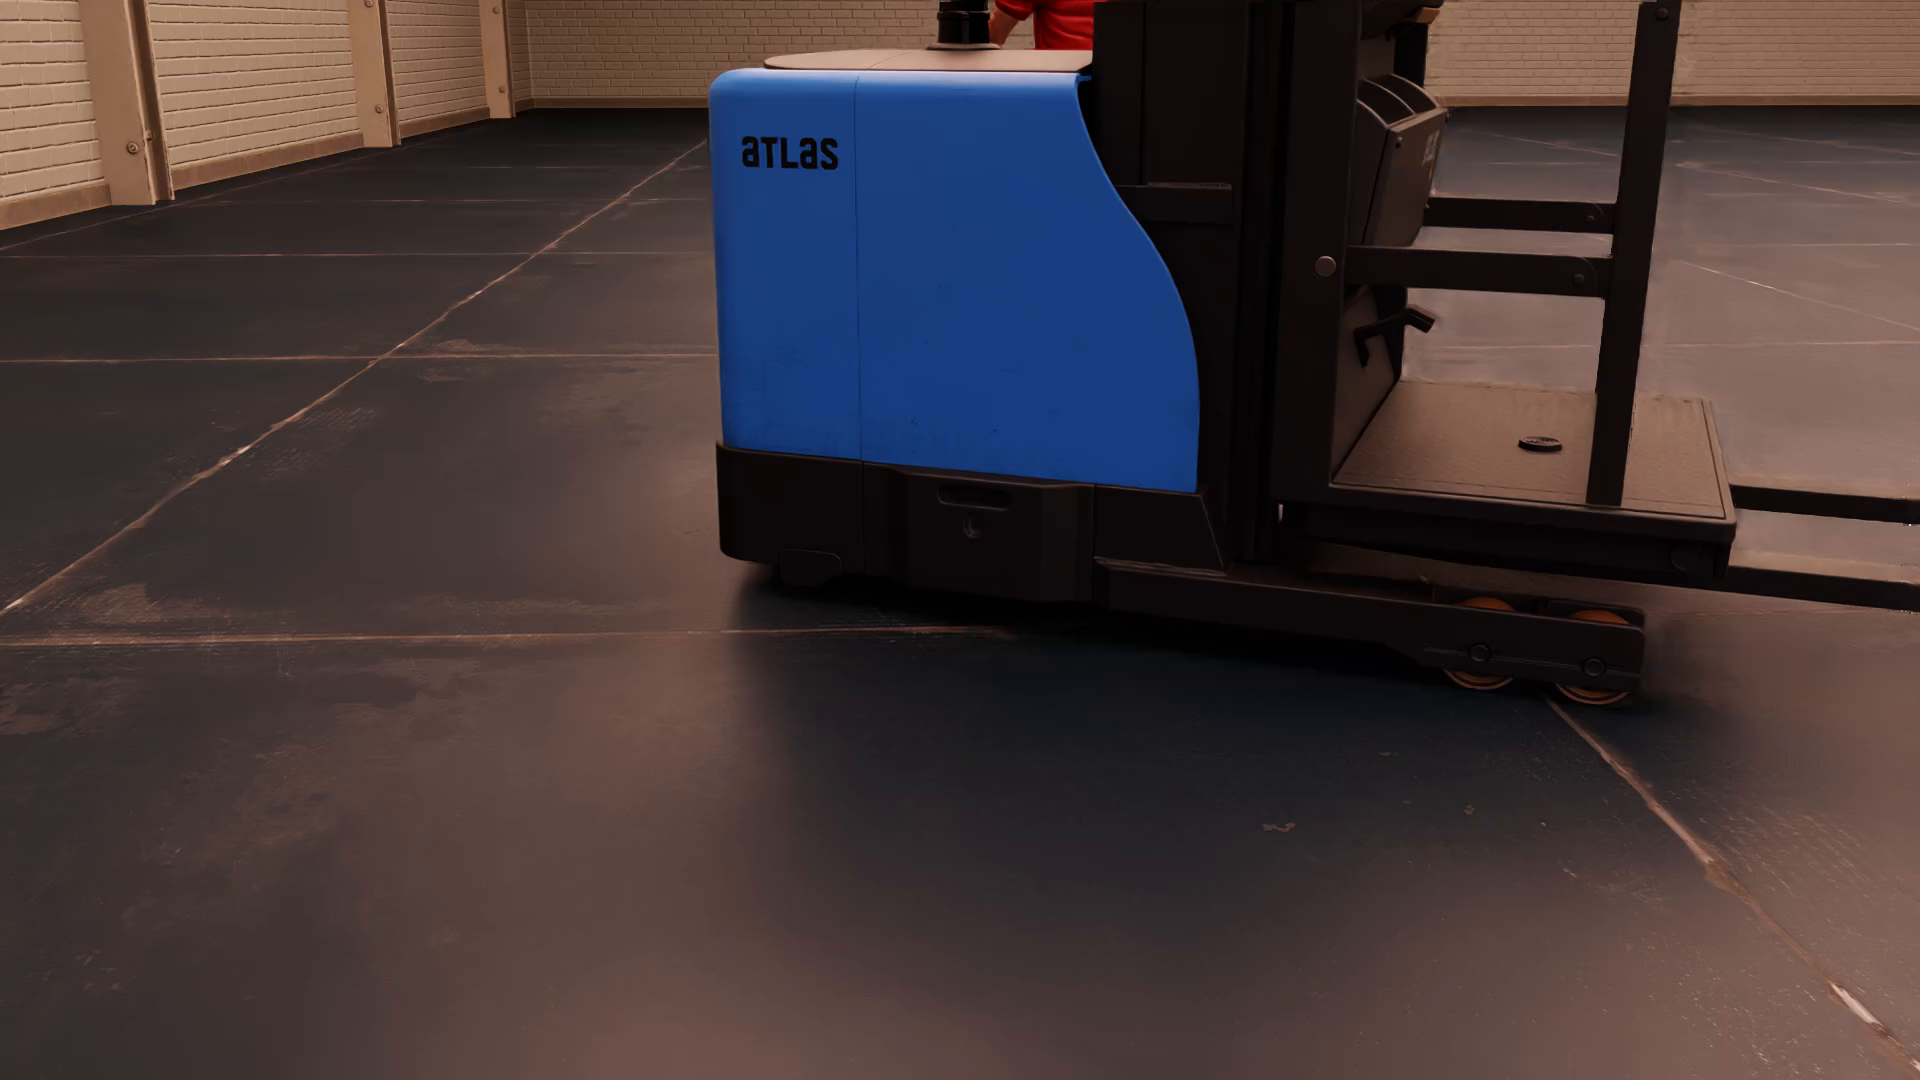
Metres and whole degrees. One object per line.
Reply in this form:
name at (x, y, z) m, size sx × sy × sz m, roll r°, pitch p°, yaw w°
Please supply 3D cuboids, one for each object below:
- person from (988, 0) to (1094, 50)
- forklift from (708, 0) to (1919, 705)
person at (0.427, -1.579, 6.257) m, size 0.874 × 1.750 × 0.467 m, roll -1°, pitch 17°, yaw -2°
forklift at (1.050, -1.284, 3.104) m, size 3.031 × 2.935 × 1.130 m, roll 6°, pitch 18°, yaw 20°
